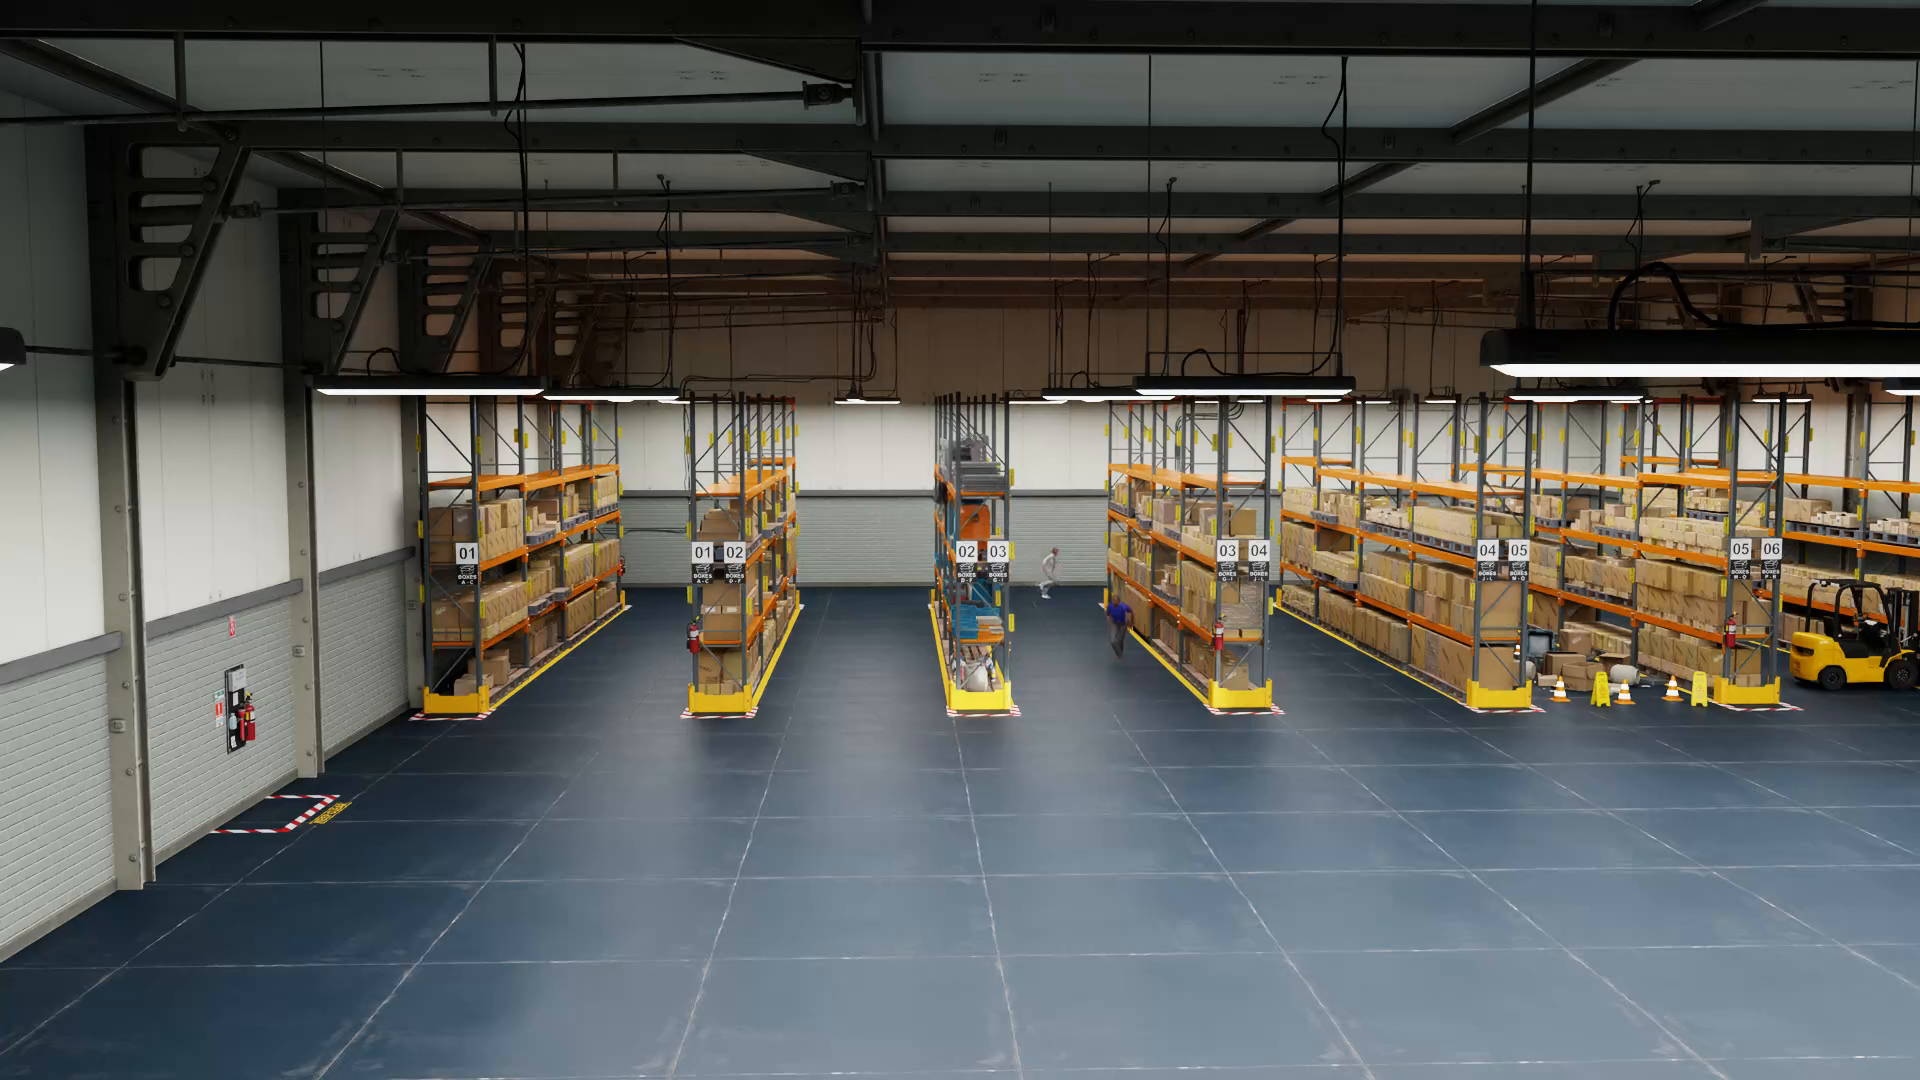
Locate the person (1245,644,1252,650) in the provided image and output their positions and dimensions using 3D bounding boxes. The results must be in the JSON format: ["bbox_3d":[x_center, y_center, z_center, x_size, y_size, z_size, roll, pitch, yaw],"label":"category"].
[{"bbox_3d":[6.891,1.728,39.246,0.649,1.703,0.720,-1,5,-18],"label":"person"}]

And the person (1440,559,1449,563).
[{"bbox_3d":[14.440,0.928,49.296,0.730,1.693,0.721,1,5,11],"label":"person"}]

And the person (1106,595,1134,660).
[{"bbox_3d":[3.446,1.867,35.789,0.592,1.454,0.776,1,5,15],"label":"person"}]

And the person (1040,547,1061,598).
[{"bbox_3d":[2.719,0.982,49.873,0.659,1.529,0.512,1,5,7],"label":"person"}]
